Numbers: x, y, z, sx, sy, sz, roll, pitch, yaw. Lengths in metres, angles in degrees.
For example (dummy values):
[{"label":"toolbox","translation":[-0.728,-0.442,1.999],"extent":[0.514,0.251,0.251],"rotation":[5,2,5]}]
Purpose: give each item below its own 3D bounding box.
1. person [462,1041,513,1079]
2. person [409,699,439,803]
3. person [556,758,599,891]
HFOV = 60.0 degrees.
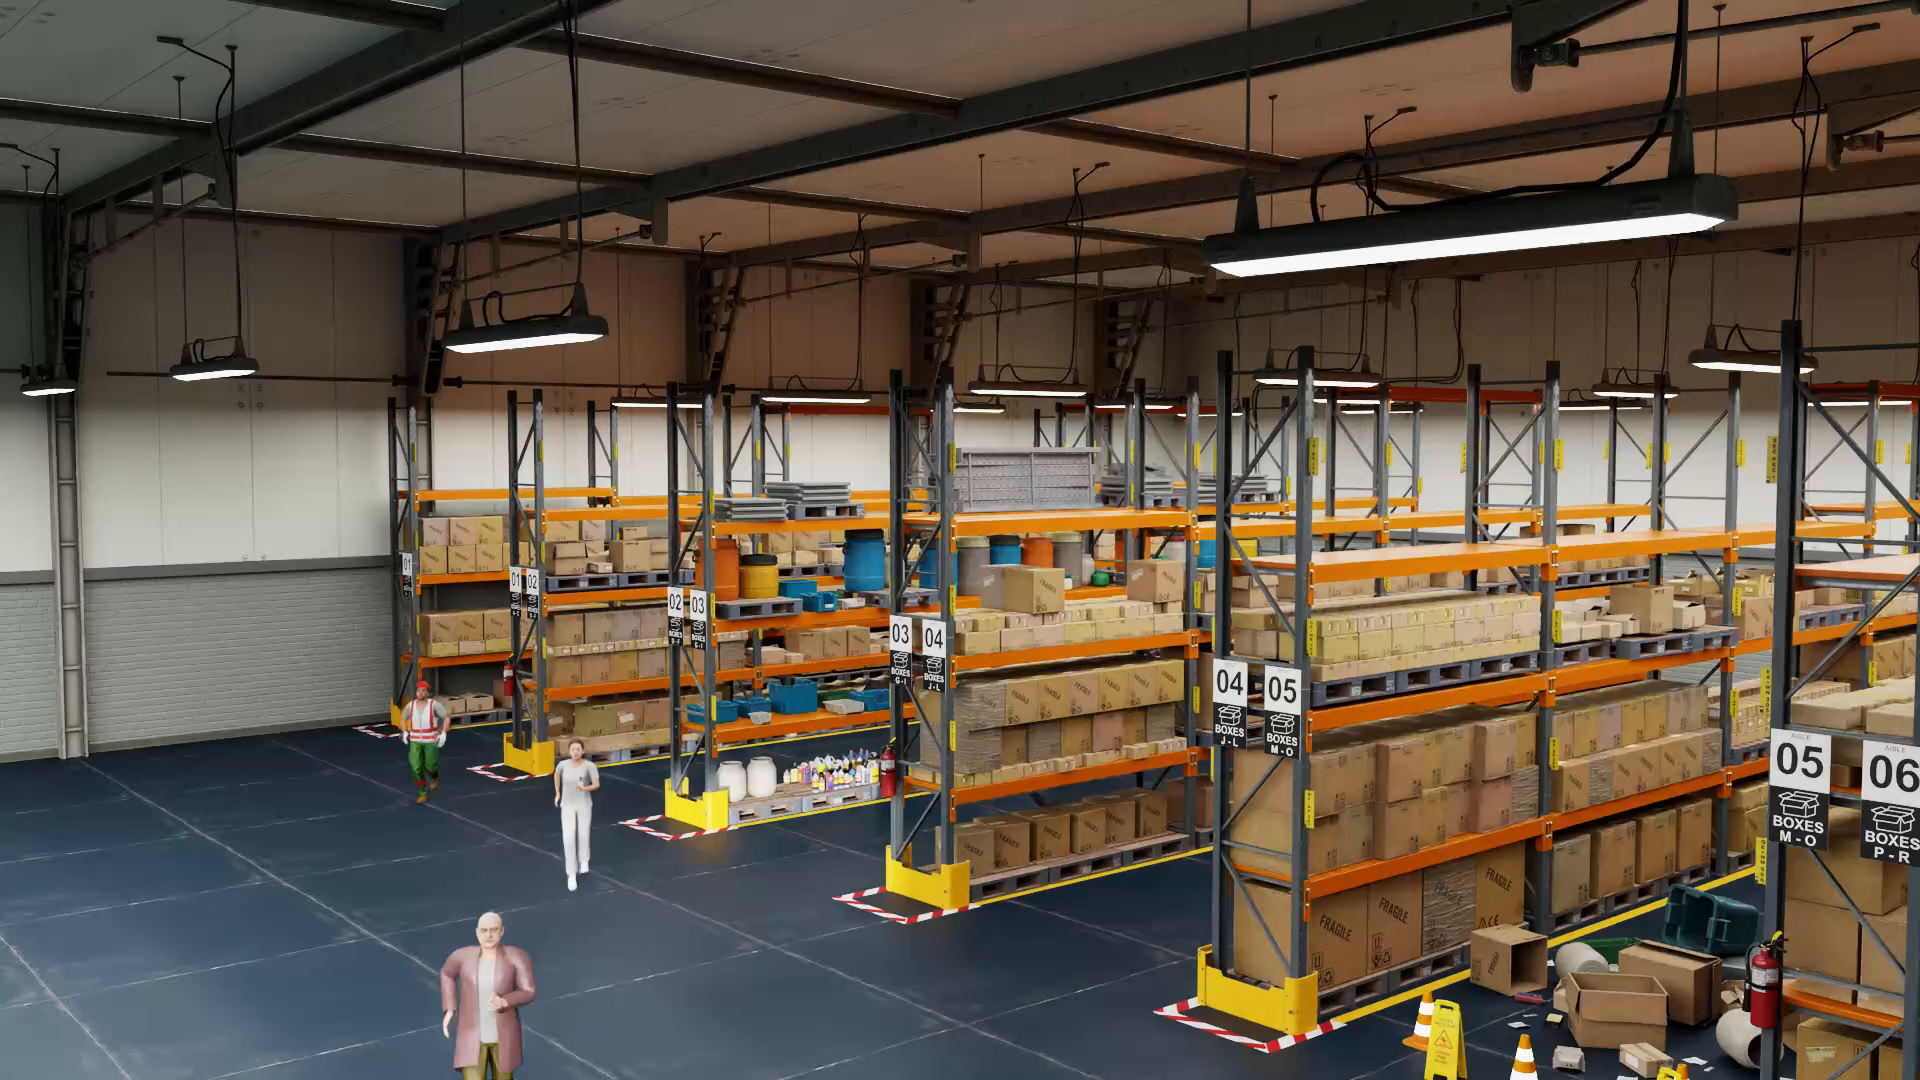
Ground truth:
[{"label":"person","translation":[-3.388,3.930,11.978],"extent":[0.392,1.142,0.724],"rotation":[-1,3,-16]},{"label":"person","translation":[-7.737,3.024,24.036],"extent":[0.410,1.476,0.600],"rotation":[0,3,-6]},{"label":"person","translation":[-4.495,3.296,19.579],"extent":[0.510,1.470,0.843],"rotation":[-1,3,-9]}]
